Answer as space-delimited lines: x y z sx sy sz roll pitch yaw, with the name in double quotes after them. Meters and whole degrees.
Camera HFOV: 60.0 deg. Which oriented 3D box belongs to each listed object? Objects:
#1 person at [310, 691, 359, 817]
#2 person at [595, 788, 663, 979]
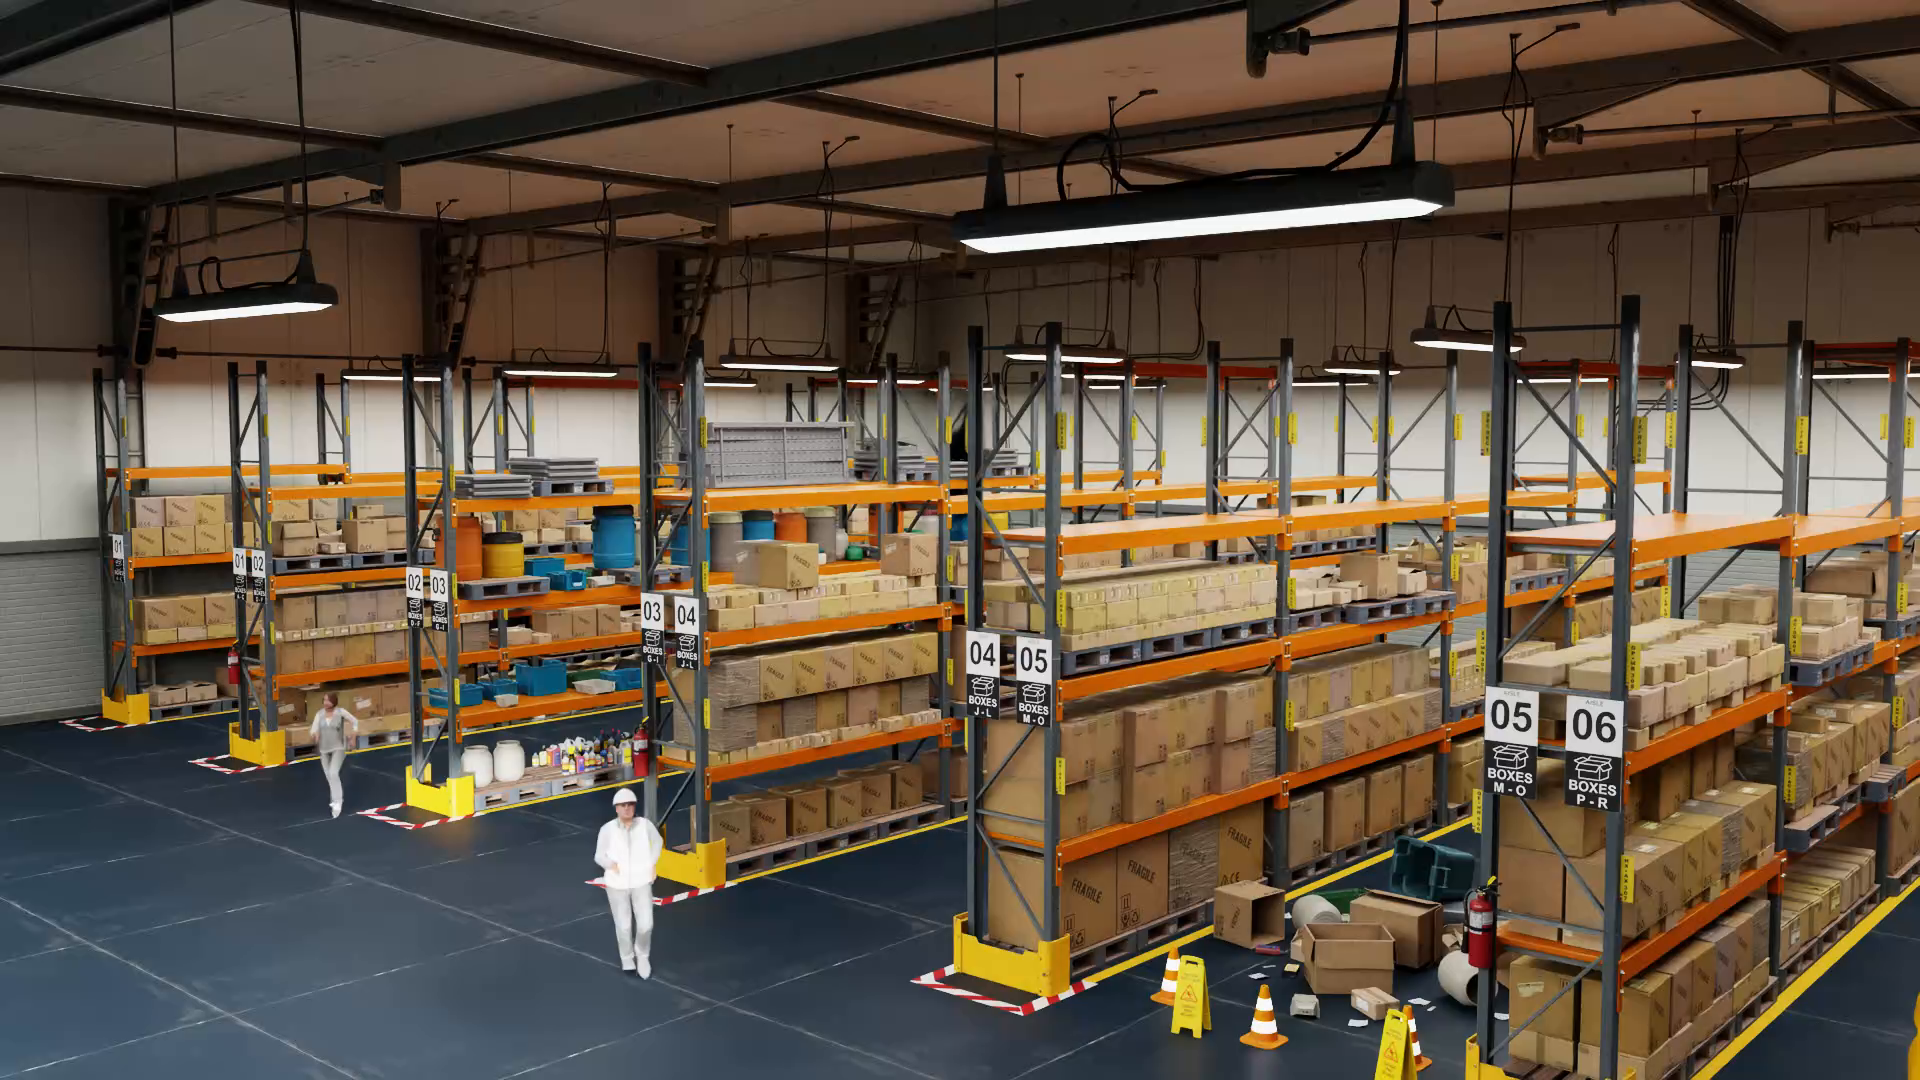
-8.167 2.773 21.633 0.530 1.625 0.707 0 4 3 "person"
-3.029 3.167 15.275 0.633 1.773 0.699 -1 4 -14 "person"
